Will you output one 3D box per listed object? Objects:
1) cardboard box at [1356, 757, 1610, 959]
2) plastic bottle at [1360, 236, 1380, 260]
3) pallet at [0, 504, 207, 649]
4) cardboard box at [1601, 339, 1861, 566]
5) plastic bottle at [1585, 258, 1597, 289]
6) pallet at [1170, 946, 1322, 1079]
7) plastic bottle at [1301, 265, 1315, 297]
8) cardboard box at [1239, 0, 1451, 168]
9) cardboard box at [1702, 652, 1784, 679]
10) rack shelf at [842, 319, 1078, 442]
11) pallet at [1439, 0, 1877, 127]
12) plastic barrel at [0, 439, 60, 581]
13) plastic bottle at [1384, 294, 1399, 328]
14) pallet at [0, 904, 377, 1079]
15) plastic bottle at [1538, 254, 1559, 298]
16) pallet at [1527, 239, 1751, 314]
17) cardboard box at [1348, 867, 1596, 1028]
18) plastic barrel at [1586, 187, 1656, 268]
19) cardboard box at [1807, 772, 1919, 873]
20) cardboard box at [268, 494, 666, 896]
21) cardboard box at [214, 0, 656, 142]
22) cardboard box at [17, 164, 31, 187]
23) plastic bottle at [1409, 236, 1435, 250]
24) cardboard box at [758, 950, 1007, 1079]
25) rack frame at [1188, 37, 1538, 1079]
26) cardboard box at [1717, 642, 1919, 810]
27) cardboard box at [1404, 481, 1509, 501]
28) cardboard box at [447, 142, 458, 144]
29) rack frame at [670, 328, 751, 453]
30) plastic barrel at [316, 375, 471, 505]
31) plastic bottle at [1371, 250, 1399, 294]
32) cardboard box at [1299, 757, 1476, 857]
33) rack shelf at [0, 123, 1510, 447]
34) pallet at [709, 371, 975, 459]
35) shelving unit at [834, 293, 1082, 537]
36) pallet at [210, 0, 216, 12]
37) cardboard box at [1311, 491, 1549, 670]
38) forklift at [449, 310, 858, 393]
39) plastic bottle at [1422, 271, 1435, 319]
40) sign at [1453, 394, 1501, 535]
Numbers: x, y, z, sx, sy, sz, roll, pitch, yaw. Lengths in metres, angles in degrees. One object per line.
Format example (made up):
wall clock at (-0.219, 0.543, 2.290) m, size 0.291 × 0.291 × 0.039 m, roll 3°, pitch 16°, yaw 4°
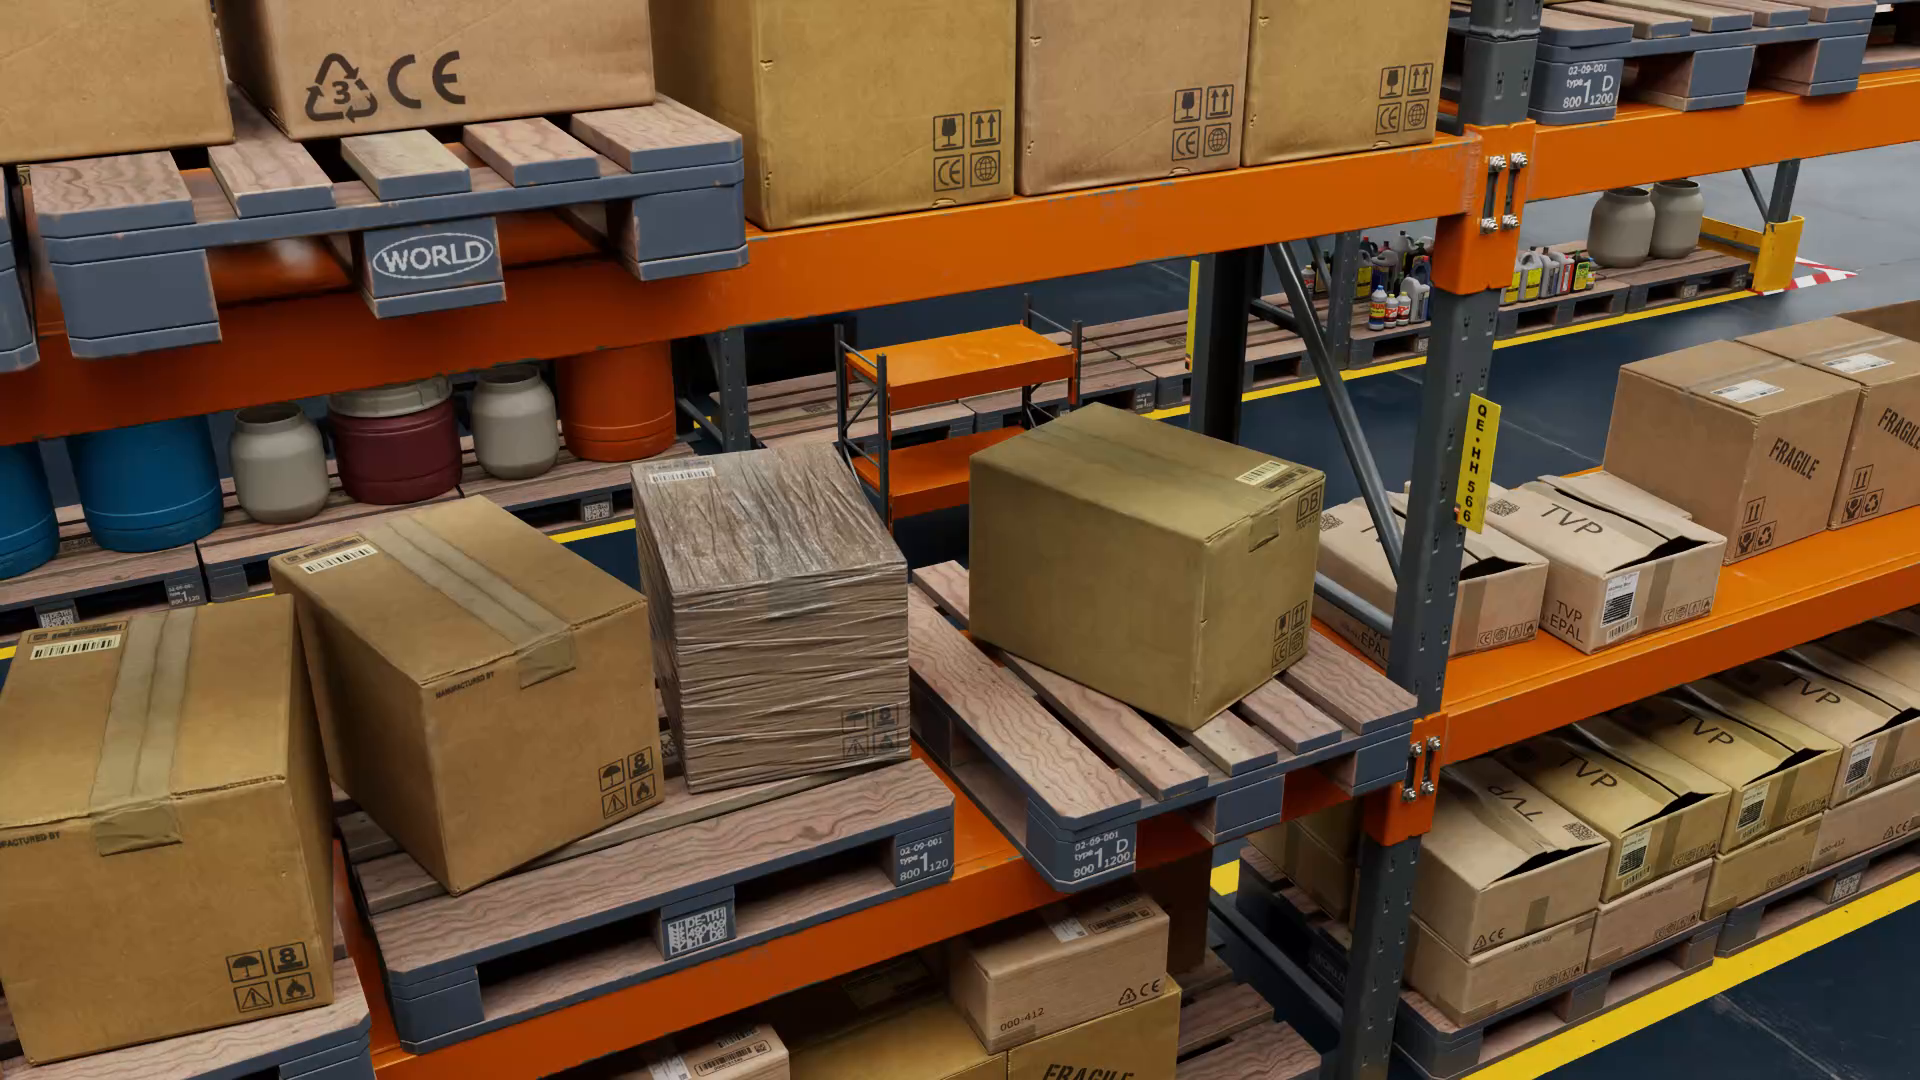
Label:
cardboard box at (1.548, 0.906, 4.941) m, size 0.500 × 0.311 × 0.500 m, roll -12°, pitch 28°, yaw -23°
plastic bottle at (2.752, -1.888, 11.270) m, size 0.185 × 0.351 × 0.144 m, roll -15°, pitch 29°, yaw -28°
pallet at (-4.209, 0.141, 7.712) m, size 1.213 × 0.211 × 1.003 m, roll -13°, pitch 29°, yaw -25°
cardboard box at (2.421, -0.290, 5.272) m, size 0.500 × 0.500 × 0.500 m, roll -15°, pitch 29°, yaw -28°
plastic bottle at (4.265, -1.814, 11.287) m, size 0.097 × 0.201 × 0.097 m, roll 0°, pitch 26°, yaw 0°
pallet at (0.271, 1.498, 4.886) m, size 1.213 × 0.211 × 1.003 m, roll -13°, pitch 29°, yaw -25°
plastic bottle at (2.323, -1.734, 11.120) m, size 0.097 × 0.201 × 0.097 m, roll 0°, pitch 26°, yaw 0°
cardboard box at (0.579, -1.192, 3.687) m, size 0.500 × 0.500 × 0.910 m, roll -13°, pitch 29°, yaw -25°
cardboard box at (2.639, 0.389, 6.019) m, size 0.500 × 0.311 × 0.500 m, roll -12°, pitch 28°, yaw -24°
rack shelf at (-0.006, -0.770, 7.877) m, size 1.000 × 0.278 × 0.538 m, roll -13°, pitch 29°, yaw -25°
pallet at (1.504, -1.336, 4.320) m, size 1.003 × 0.211 × 1.213 m, roll -12°, pitch 28°, yaw -23°
plastic barrel at (-4.421, -0.322, 7.395) m, size 0.708 × 0.901 × 0.600 m, roll -13°, pitch 29°, yaw -25°
plastic bottle at (2.727, -1.459, 10.548) m, size 0.097 × 0.201 × 0.097 m, roll 0°, pitch 26°, yaw 0°
pallet at (-1.825, 0.883, 3.166) m, size 1.213 × 0.211 × 1.003 m, roll -13°, pitch 29°, yaw -25°
plastic bottle at (3.907, -1.778, 11.127) m, size 0.135 × 0.276 × 0.152 m, roll -14°, pitch 29°, yaw -27°
pallet at (4.915, -1.965, 12.098) m, size 1.213 × 0.211 × 1.003 m, roll -13°, pitch 29°, yaw -25°
cardboard box at (1.548, 1.159, 5.062) m, size 0.500 × 0.250 × 0.500 m, roll -13°, pitch 29°, yaw -25°
plastic barrel at (4.692, -2.221, 11.800) m, size 0.421 × 0.512 × 0.421 m, roll 0°, pitch 26°, yaw 0°
cardboard box at (2.900, 0.844, 5.719) m, size 0.500 × 0.250 × 0.500 m, roll -12°, pitch 28°, yaw -24°
cardboard box at (-1.052, 0.300, 3.559) m, size 0.500 × 0.500 × 0.700 m, roll -22°, pitch 33°, yaw -38°
cardboard box at (-0.927, -1.061, 2.812) m, size 0.600 × 0.600 × 0.600 m, roll -14°, pitch 29°, yaw -27°
cardboard box at (-6.685, -2.236, 11.410) m, size 0.875 × 0.875 × 1.225 m, roll -13°, pitch 29°, yaw -25°
plastic bottle at (3.182, -1.952, 11.489) m, size 0.135 × 0.276 × 0.152 m, roll -12°, pitch 28°, yaw -24°
cardboard box at (-0.224, 1.417, 4.212) m, size 0.500 × 0.500 × 0.500 m, roll -14°, pitch 29°, yaw -27°
rack frame at (0.948, 0.103, 4.569) m, size 0.127 × 3.000 × 1.000 m, roll -13°, pitch 29°, yaw -25°
cardboard box at (2.912, 0.588, 5.603) m, size 0.500 × 0.311 × 0.500 m, roll -13°, pitch 29°, yaw -26°
cardboard box at (1.611, -0.072, 5.225) m, size 0.250 × 0.149 × 0.380 m, roll -13°, pitch 29°, yaw -25°
cardboard box at (-4.329, -2.780, 12.544) m, size 0.875 × 0.875 × 1.225 m, roll -14°, pitch 29°, yaw -27°
rack frame at (-1.380, -1.789, 8.511) m, size 0.127 × 3.000 × 1.000 m, roll -13°, pitch 29°, yaw -25°
plastic barrel at (-2.800, -0.555, 8.242) m, size 0.708 × 0.588 × 0.600 m, roll -13°, pitch 29°, yaw -25°
plastic bottle at (2.843, -1.803, 11.179) m, size 0.135 × 0.276 × 0.152 m, roll -13°, pitch 29°, yaw -25°
cardboard box at (1.294, 0.700, 5.370) m, size 0.500 × 0.311 × 0.500 m, roll -12°, pitch 28°, yaw -24°
rack shelf at (-0.817, -0.517, 3.227) m, size 4.000 × 0.370 × 1.077 m, roll -13°, pitch 29°, yaw -25°
pallet at (-0.678, -0.675, 9.412) m, size 1.213 × 0.211 × 1.003 m, roll -13°, pitch 29°, yaw -25°
shelving unit at (-0.006, -0.506, 8.004) m, size 1.048 × 1.125 × 0.538 m, roll -13°, pitch 29°, yaw -25°
pallet at (-7.683, -5.090, 15.608) m, size 1.213 × 0.211 × 1.003 m, roll -13°, pitch 29°, yaw -25°
cardboard box at (1.289, 0.086, 4.708) m, size 0.500 × 0.311 × 0.500 m, roll -11°, pitch 28°, yaw -22°
forklift at (-2.198, -2.348, 9.754) m, size 3.031 × 2.935 × 1.130 m, roll -13°, pitch 28°, yaw -25°
plastic bottle at (3.057, -1.614, 10.698) m, size 0.185 × 0.351 × 0.144 m, roll -12°, pitch 28°, yaw -24°
sign at (1.211, -0.178, 3.908) m, size 0.005 × 0.325 × 0.100 m, roll -13°, pitch 29°, yaw -25°
